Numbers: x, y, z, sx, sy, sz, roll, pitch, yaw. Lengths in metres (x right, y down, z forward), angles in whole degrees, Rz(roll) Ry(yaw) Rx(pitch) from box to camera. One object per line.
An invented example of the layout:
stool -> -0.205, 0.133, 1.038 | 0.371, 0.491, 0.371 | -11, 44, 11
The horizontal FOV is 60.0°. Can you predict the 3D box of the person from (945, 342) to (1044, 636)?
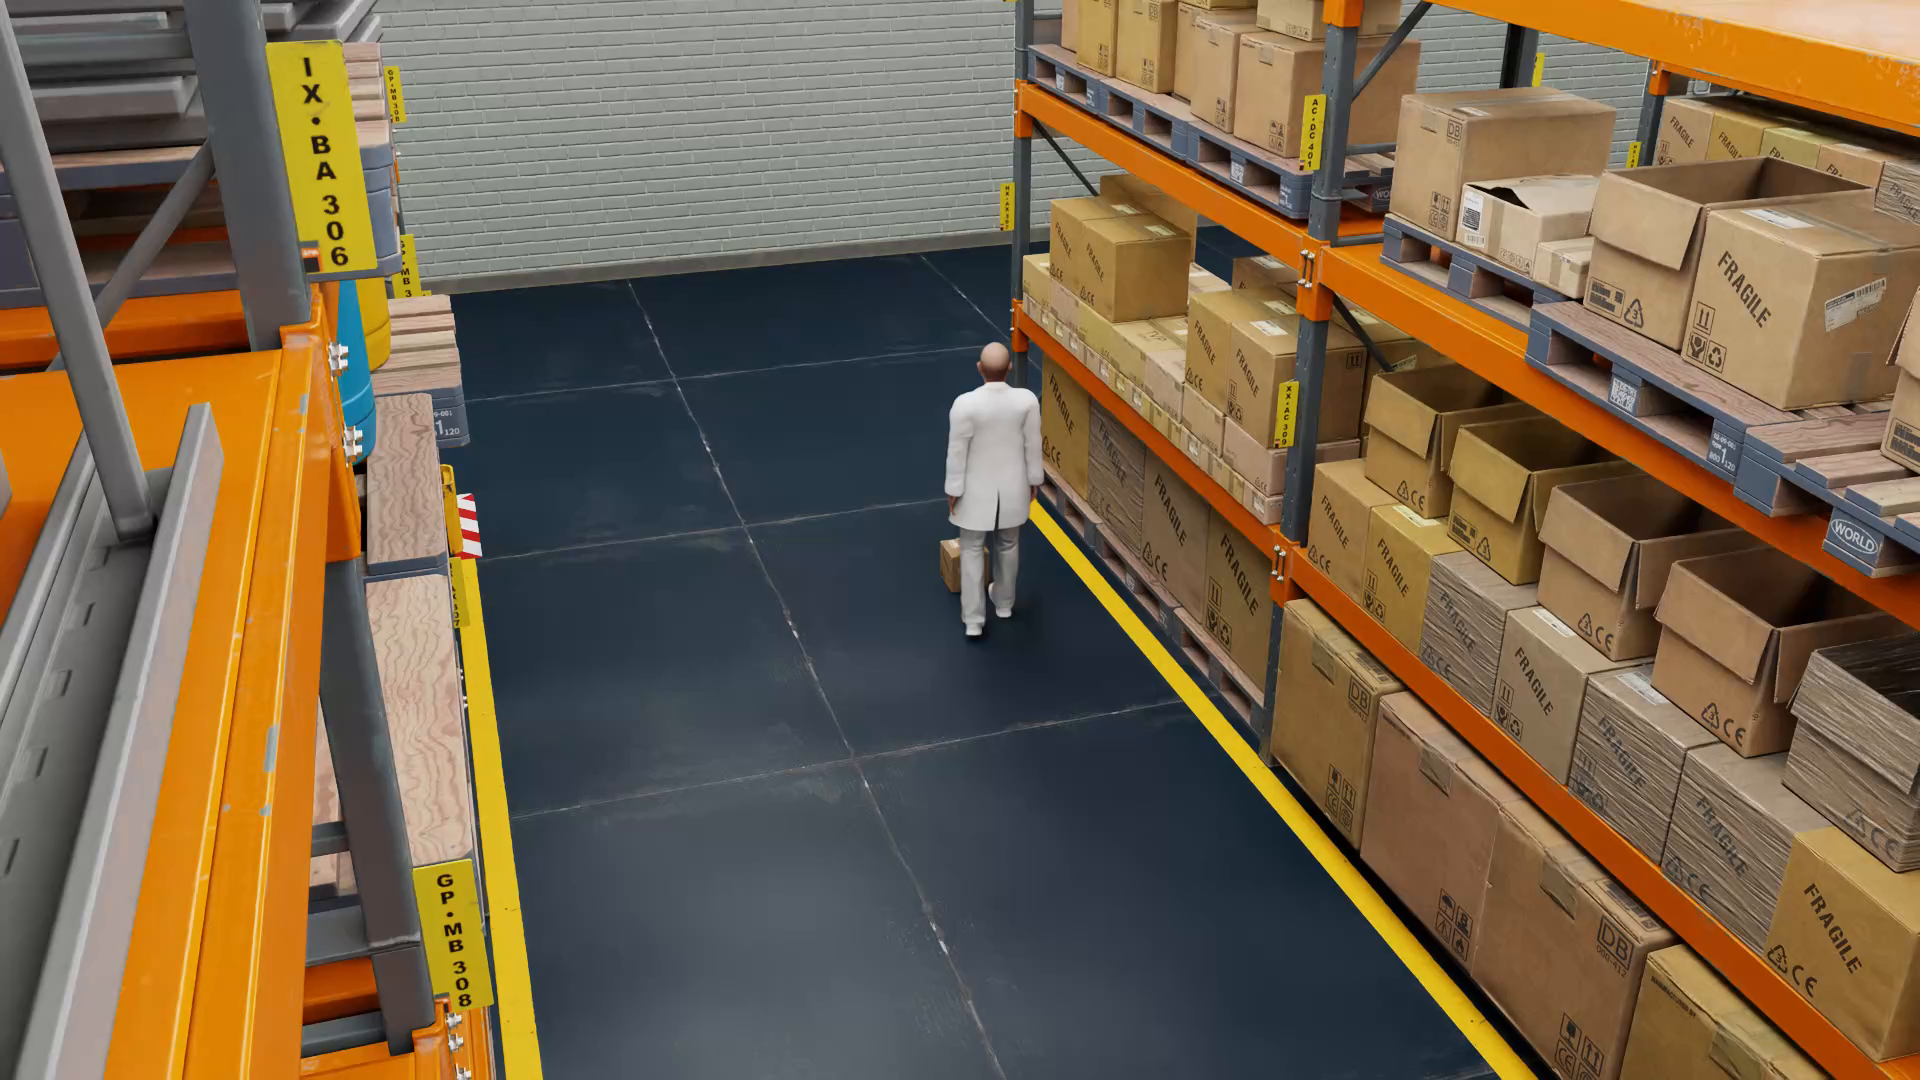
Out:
person -> 0.194, -0.319, 9.793 | 0.611, 1.802, 0.652 | -5, 26, -10
